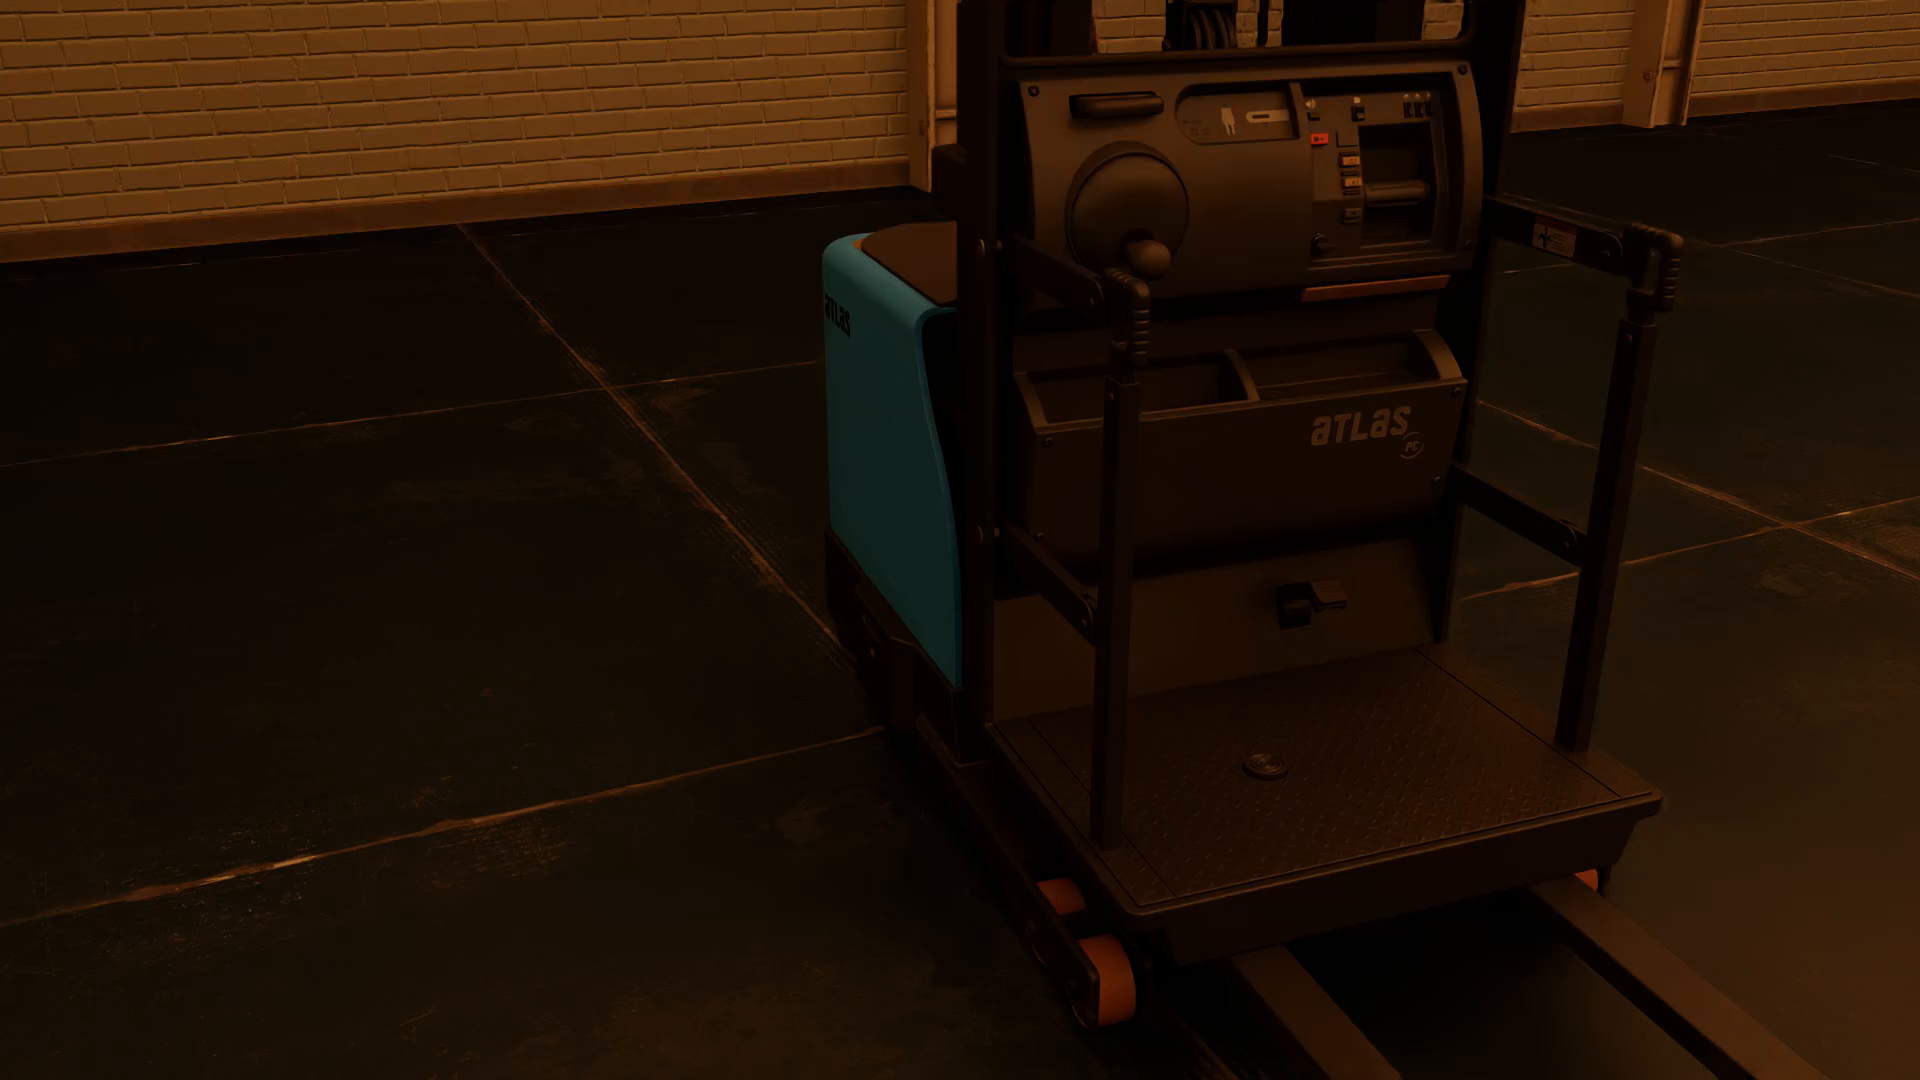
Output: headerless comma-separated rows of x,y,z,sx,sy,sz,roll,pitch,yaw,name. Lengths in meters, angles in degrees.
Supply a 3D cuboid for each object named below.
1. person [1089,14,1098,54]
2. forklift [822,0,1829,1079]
0.392,-0.772,4.936,0.814,1.585,0.626,-13,26,-28,person
0.625,-0.654,2.861,1.130,2.935,3.031,-8,24,-18,forklift
